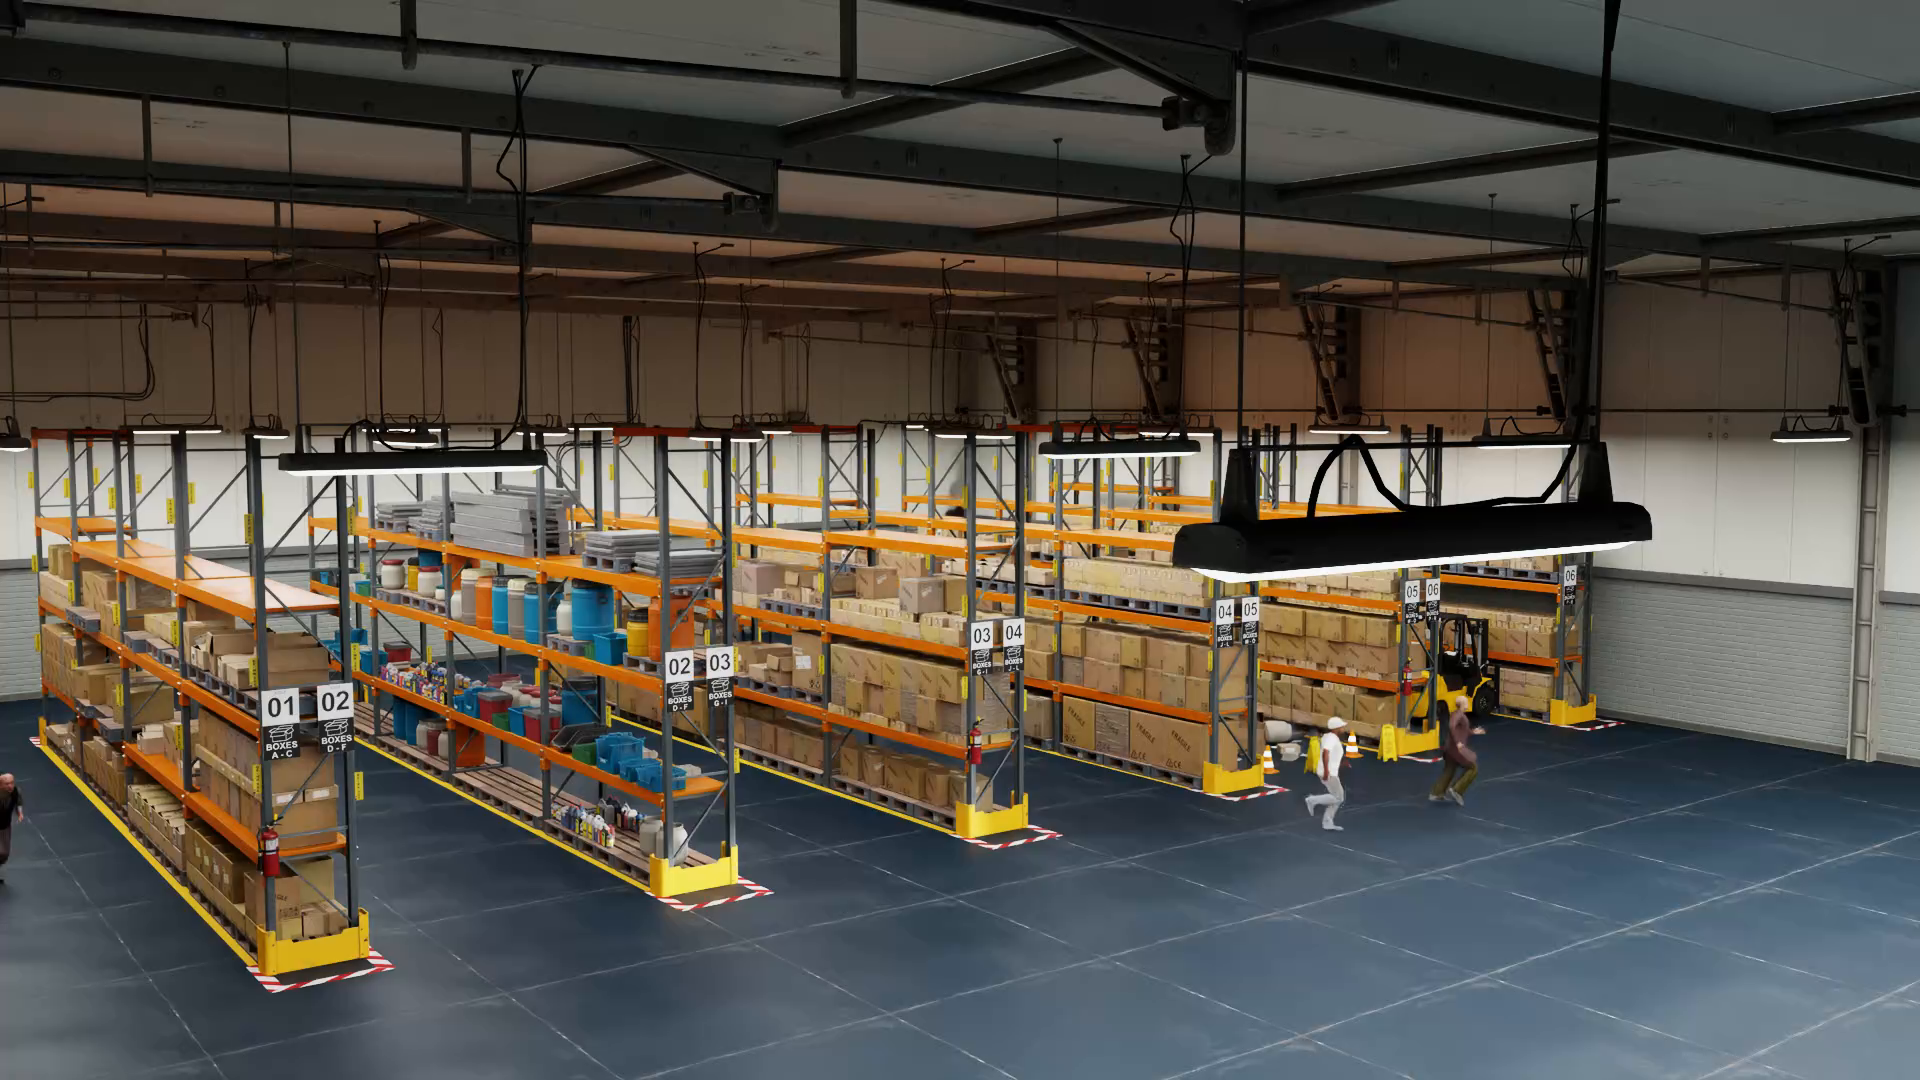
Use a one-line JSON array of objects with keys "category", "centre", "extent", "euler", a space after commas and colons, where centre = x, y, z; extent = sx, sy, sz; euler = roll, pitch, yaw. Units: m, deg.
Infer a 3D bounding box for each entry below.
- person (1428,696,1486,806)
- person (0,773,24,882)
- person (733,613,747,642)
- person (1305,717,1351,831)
[{"category": "person", "centre": [7.981, 3.419, 26.545], "extent": [0.893, 1.678, 0.743], "euler": [0, 4, 2]}, {"category": "person", "centre": [-12.745, 3.832, 21.969], "extent": [0.865, 1.548, 0.684], "euler": [3, 5, 30]}, {"category": "person", "centre": [-5.551, 2.006, 41.826], "extent": [0.534, 1.610, 0.861], "euler": [2, 5, 20]}, {"category": "person", "centre": [5.552, 3.527, 25.061], "extent": [0.690, 1.714, 0.744], "euler": [0, 4, 5]}]
